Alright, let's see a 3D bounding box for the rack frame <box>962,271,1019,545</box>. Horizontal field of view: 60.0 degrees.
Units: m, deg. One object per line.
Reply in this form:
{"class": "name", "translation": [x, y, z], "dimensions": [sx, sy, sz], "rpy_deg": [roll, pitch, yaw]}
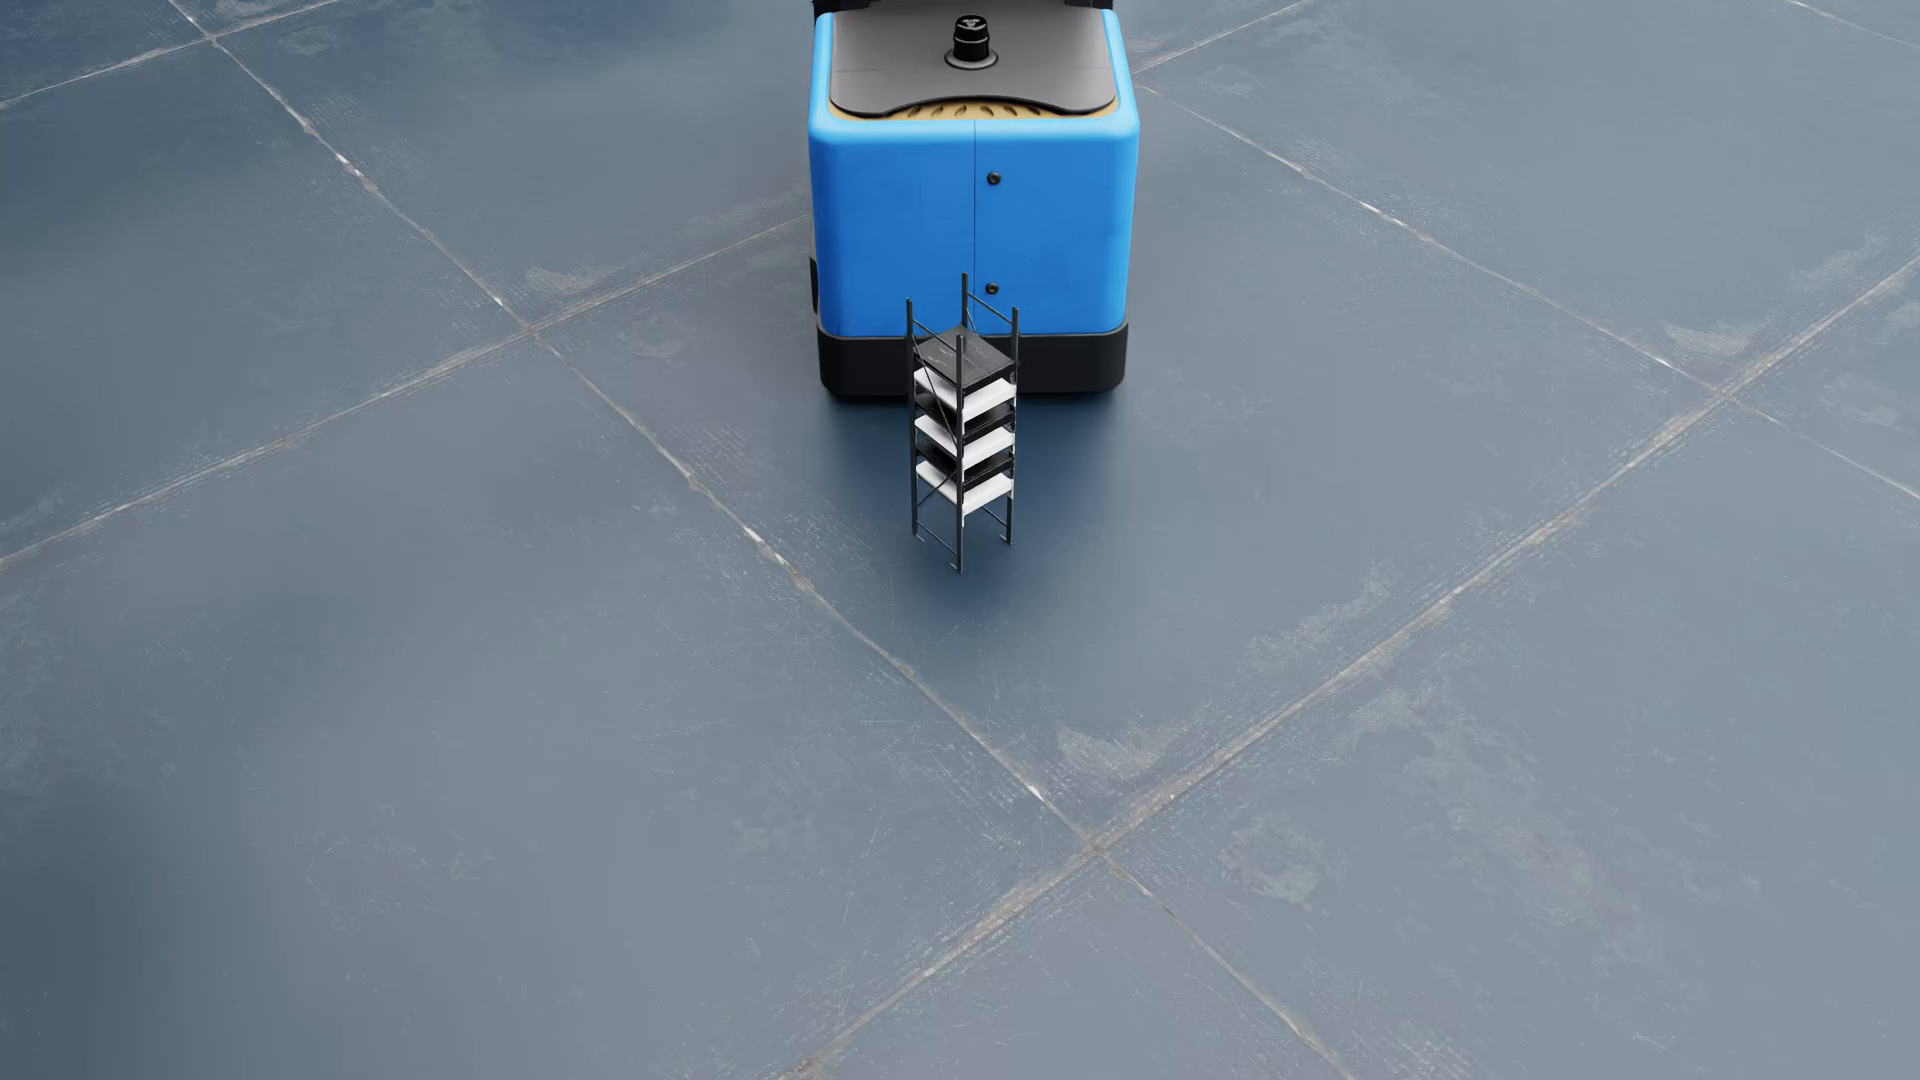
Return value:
{"class": "rack frame", "translation": [0.084, -0.376, 4.993], "dimensions": [0.006, 0.900, 0.240], "rpy_deg": [-30, 51, -28]}

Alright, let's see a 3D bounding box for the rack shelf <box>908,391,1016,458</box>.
{"class": "rack shelf", "translation": [0.006, -0.373, 4.907], "dimensions": [0.200, 0.077, 0.258], "rpy_deg": [-30, 51, -28]}

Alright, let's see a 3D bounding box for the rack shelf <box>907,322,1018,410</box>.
{"class": "rack shelf", "translation": [0.006, -0.504, 4.784], "dimensions": [0.200, 0.077, 0.258], "rpy_deg": [-30, 51, -28]}

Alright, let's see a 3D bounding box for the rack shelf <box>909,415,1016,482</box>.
{"class": "rack shelf", "translation": [0.006, -0.307, 4.969], "dimensions": [0.200, 0.077, 0.258], "rpy_deg": [-30, 51, -28]}

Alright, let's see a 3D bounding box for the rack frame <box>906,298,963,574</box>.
{"class": "rack frame", "translation": [-0.072, -0.287, 4.898], "dimensions": [0.006, 0.900, 0.240], "rpy_deg": [-30, 51, -28]}

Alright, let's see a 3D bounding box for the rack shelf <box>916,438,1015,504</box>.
{"class": "rack shelf", "translation": [0.006, -0.242, 5.030], "dimensions": [0.200, 0.077, 0.258], "rpy_deg": [-30, 51, -28]}

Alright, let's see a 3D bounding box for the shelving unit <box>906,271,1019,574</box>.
{"class": "shelving unit", "translation": [0.006, -0.332, 4.946], "dimensions": [0.210, 0.900, 0.258], "rpy_deg": [-30, 51, -28]}

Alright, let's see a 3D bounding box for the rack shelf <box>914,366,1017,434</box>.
{"class": "rack shelf", "translation": [0.006, -0.438, 4.845], "dimensions": [0.200, 0.077, 0.258], "rpy_deg": [-30, 51, -28]}

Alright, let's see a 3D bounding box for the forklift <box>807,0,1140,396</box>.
{"class": "forklift", "translation": [0.004, -2.550, 5.824], "dimensions": [1.130, 2.935, 3.031], "rpy_deg": [-1, 43, -1]}

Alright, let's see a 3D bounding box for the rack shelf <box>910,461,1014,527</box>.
{"class": "rack shelf", "translation": [0.006, -0.176, 5.092], "dimensions": [0.200, 0.077, 0.258], "rpy_deg": [-30, 51, -28]}
